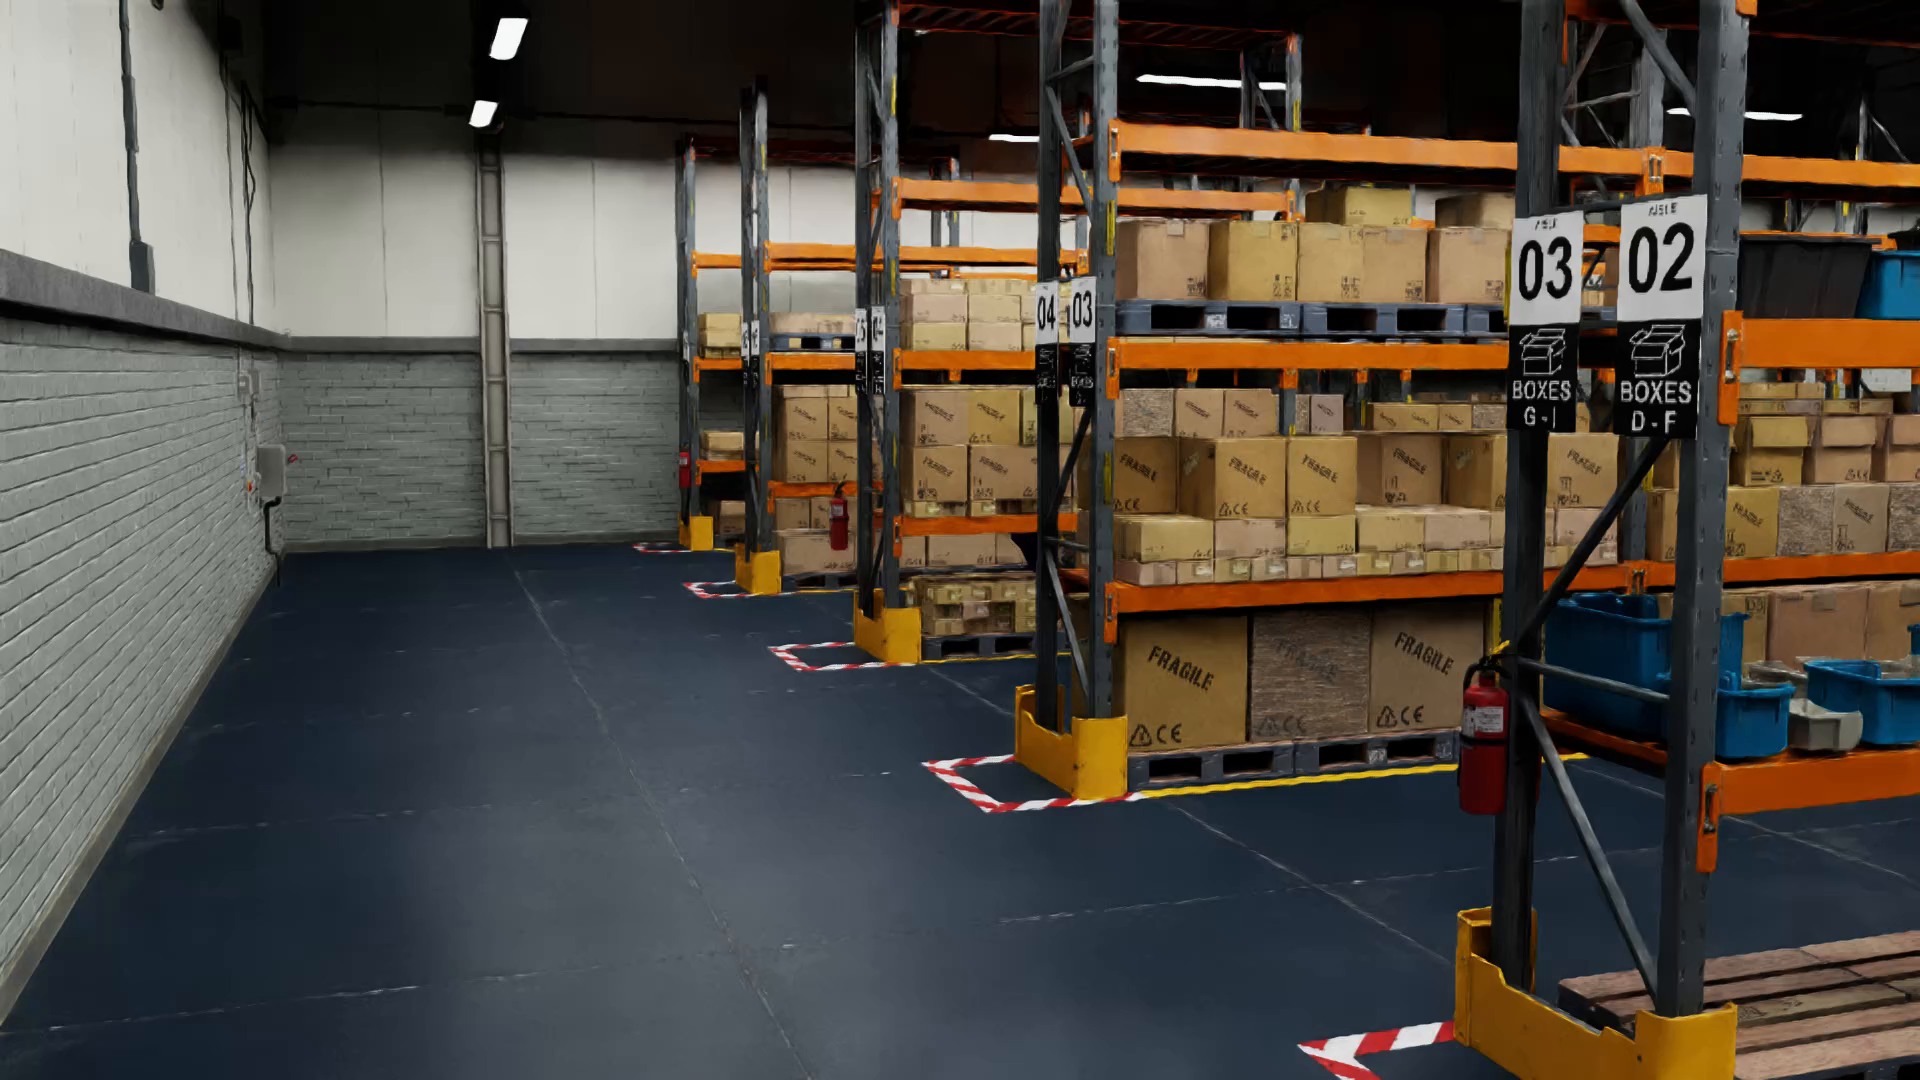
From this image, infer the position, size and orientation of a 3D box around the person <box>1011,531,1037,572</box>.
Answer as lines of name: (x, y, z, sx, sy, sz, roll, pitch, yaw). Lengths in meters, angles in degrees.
person: (0.786, -0.057, 18.535, 0.709, 1.639, 0.581, -2, 6, -17)
